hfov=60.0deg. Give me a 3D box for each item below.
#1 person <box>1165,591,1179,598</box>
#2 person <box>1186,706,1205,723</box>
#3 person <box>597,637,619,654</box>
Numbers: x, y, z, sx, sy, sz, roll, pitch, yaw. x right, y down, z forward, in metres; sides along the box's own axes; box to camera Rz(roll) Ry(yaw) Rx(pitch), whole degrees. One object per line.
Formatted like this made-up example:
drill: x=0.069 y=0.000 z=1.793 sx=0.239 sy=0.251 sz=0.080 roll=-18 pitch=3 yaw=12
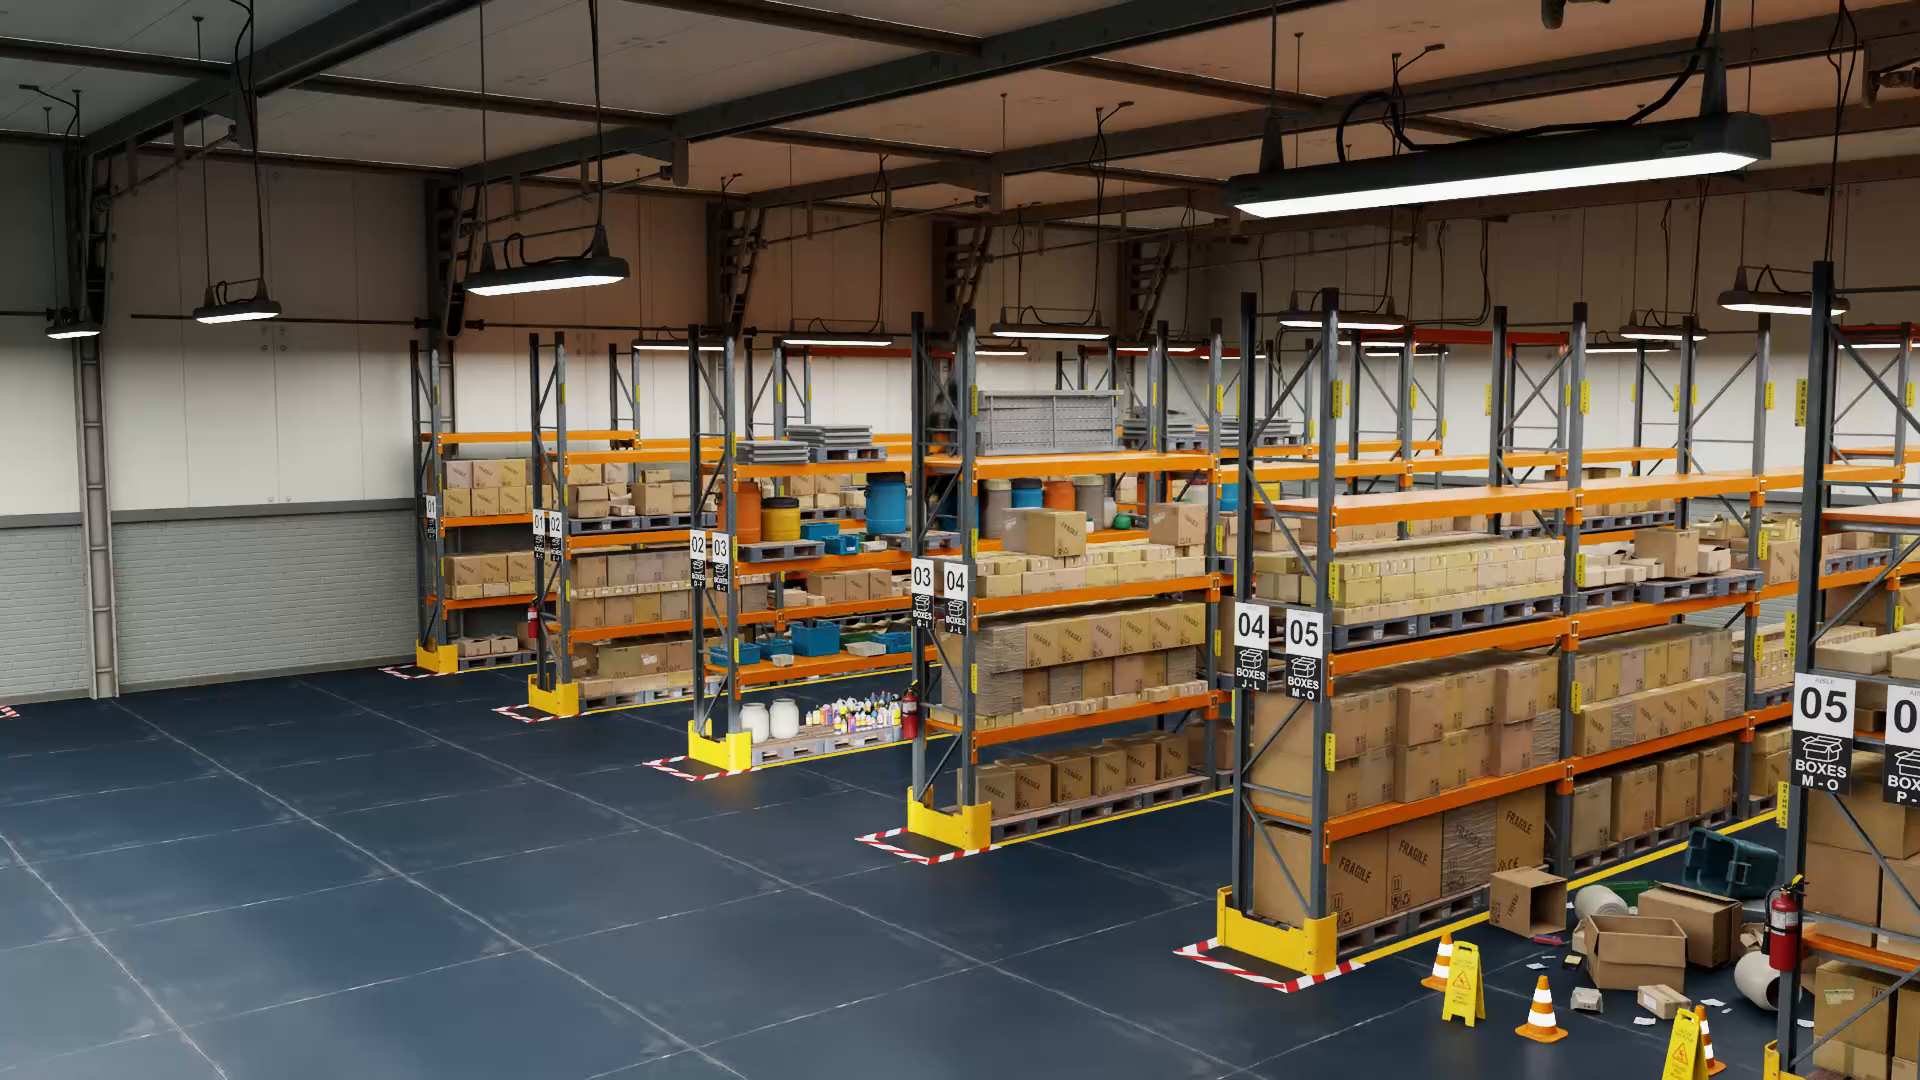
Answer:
person: x=3.855 y=1.303 z=32.305 sx=0.674 sy=1.777 sz=0.753 roll=5 pitch=7 yaw=44
person: x=3.316 y=1.828 z=23.899 sx=0.651 sy=1.724 sz=0.602 roll=5 pitch=7 yaw=43
person: x=-6.068 y=1.612 z=29.031 sx=0.682 sy=1.830 sz=0.694 roll=5 pitch=7 yaw=42
